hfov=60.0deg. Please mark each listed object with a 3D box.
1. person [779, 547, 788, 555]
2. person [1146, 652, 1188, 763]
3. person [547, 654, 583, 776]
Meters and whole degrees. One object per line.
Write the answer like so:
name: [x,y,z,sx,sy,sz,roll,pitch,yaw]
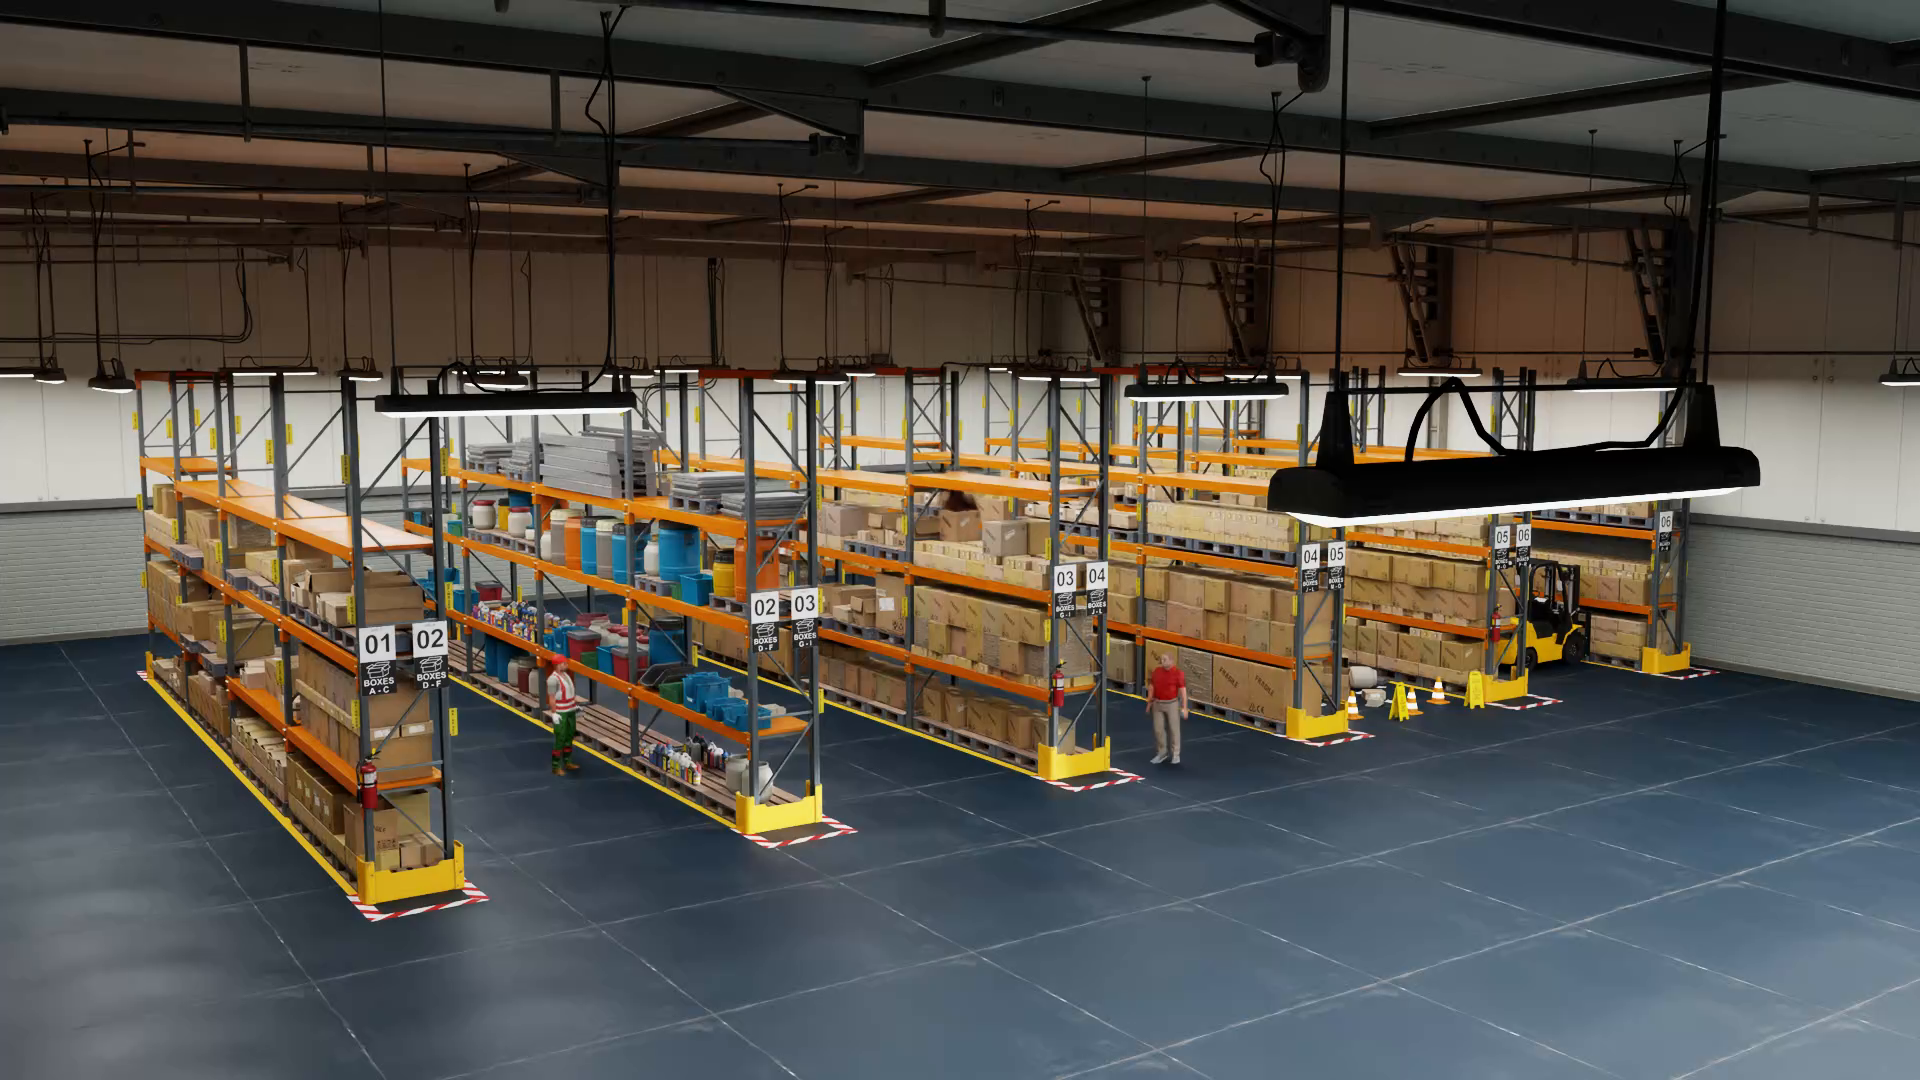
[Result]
person: [-4.761,0.517,43.781,0.592,1.754,1.045,5,8,38]
person: [3.193,2.597,25.639,0.674,1.768,0.406,3,7,25]
person: [-5.987,2.624,25.164,0.443,1.818,0.652,3,7,25]
